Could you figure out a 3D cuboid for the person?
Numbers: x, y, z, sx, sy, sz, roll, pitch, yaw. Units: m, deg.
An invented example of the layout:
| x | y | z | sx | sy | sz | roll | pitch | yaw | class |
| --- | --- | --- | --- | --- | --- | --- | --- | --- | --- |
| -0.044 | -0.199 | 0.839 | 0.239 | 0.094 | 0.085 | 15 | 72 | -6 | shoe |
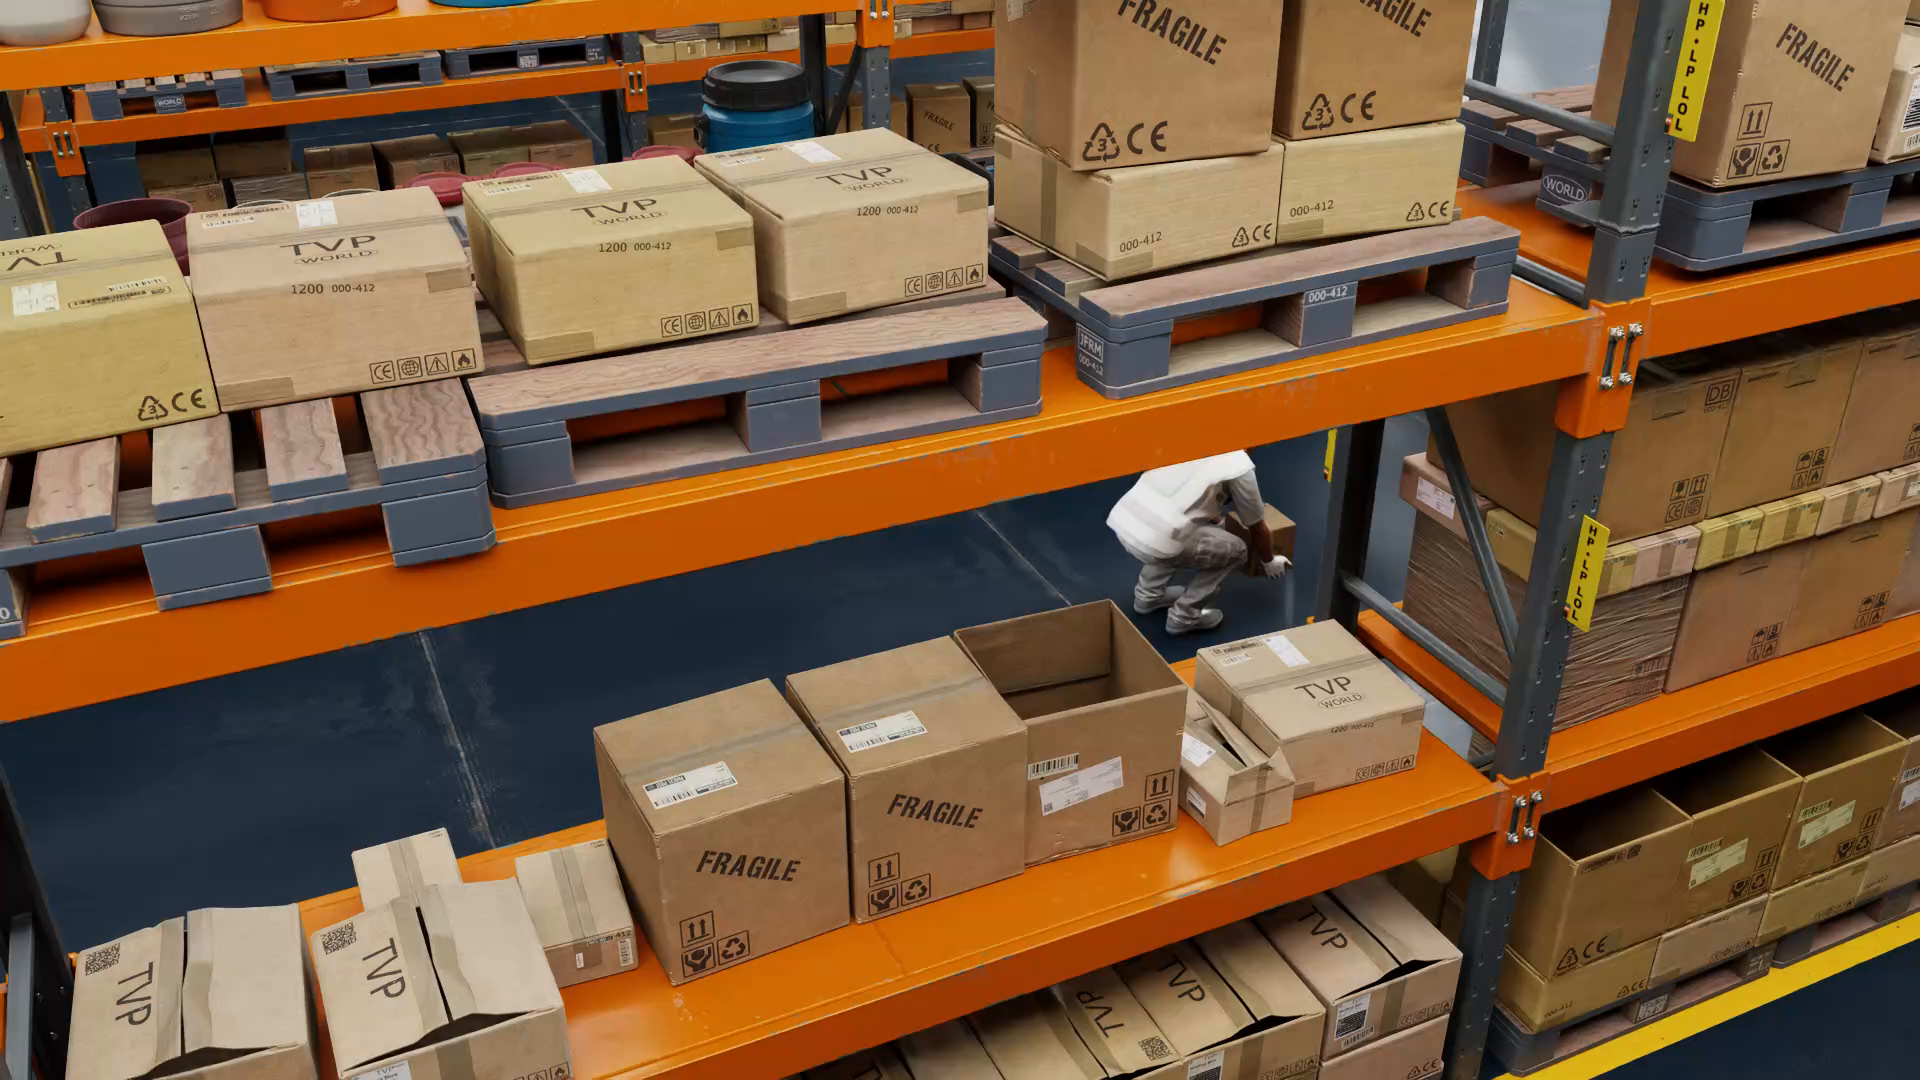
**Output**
| x | y | z | sx | sy | sz | roll | pitch | yaw | class |
| --- | --- | --- | --- | --- | --- | --- | --- | --- | --- |
| 1.136 | -0.109 | 8.071 | 0.903 | 1.038 | 0.572 | -13 | 32 | -22 | person |
